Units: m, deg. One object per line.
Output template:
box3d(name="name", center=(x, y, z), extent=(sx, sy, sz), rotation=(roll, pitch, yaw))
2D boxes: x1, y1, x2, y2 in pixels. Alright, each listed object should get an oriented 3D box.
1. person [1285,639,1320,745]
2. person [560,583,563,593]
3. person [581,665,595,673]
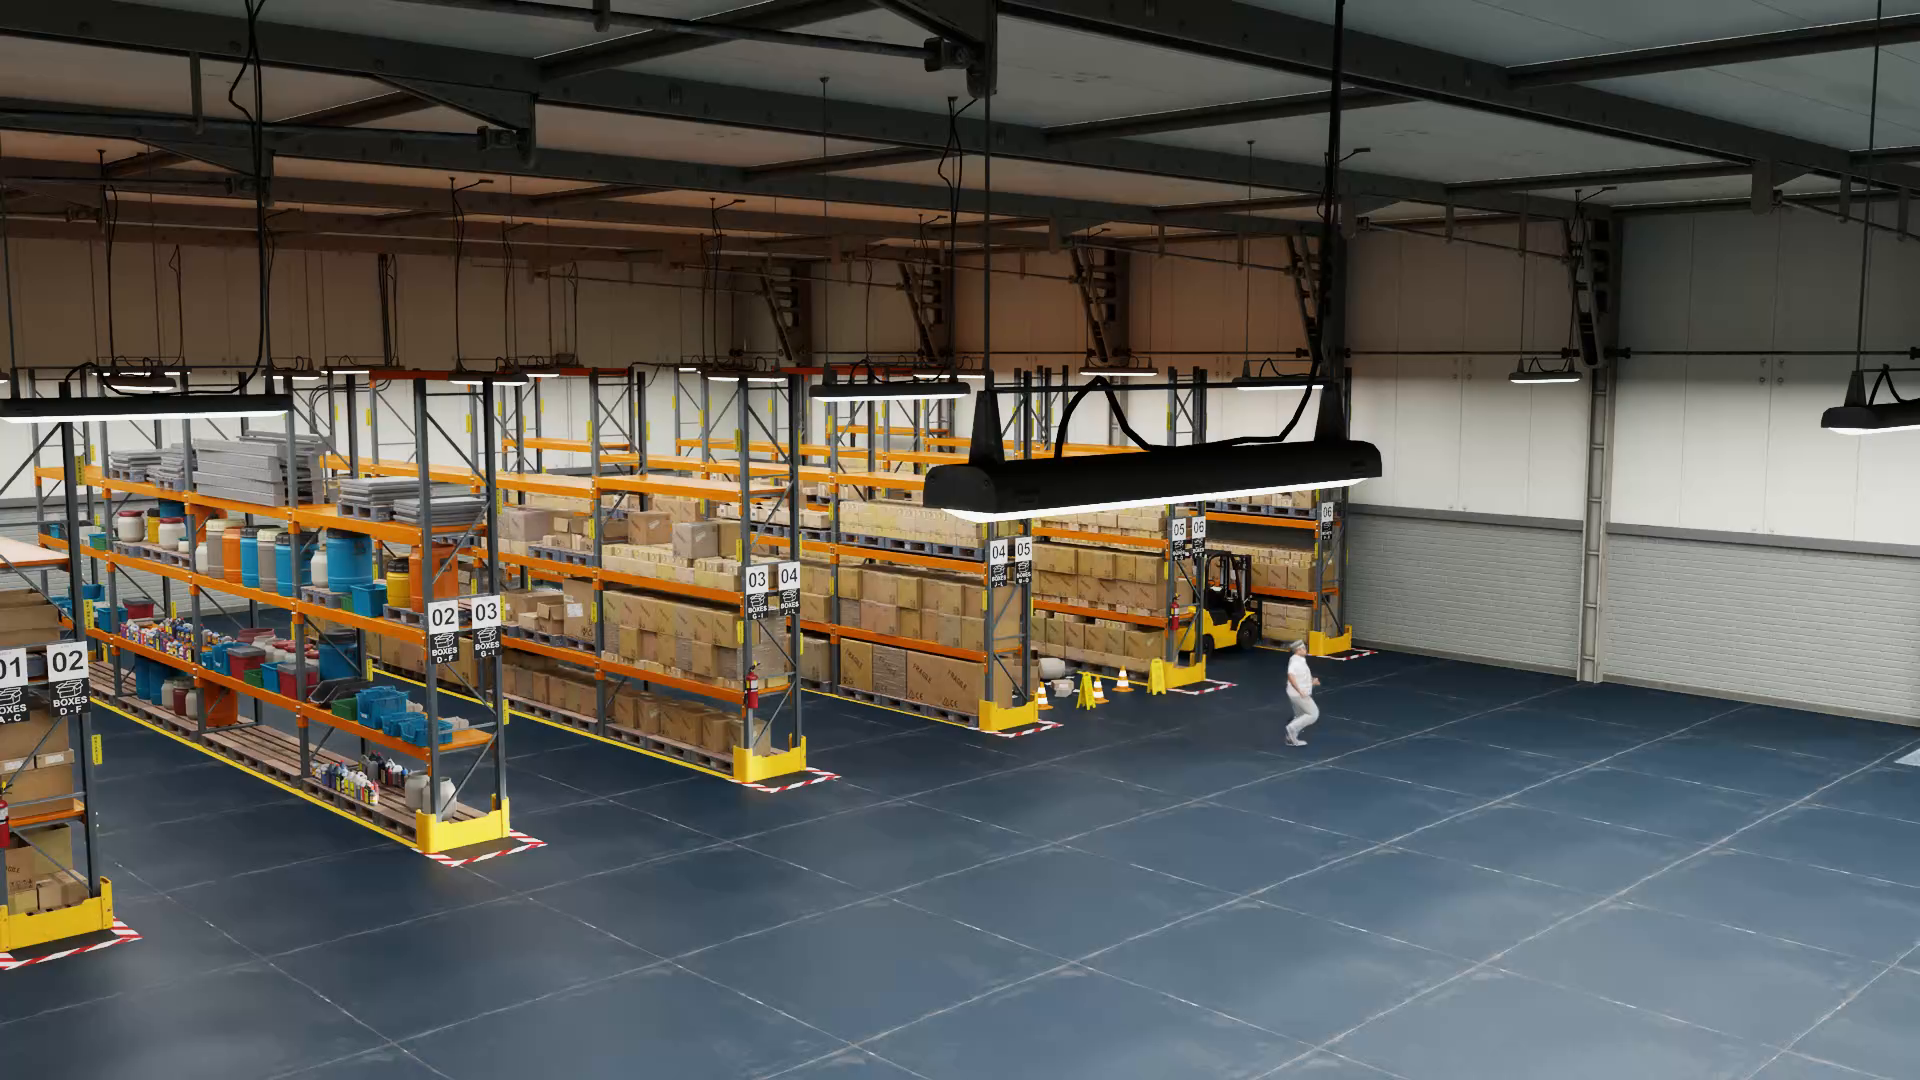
box3d(name="person", center=(5.511, 2.453, 26.735), extent=(0.590, 1.728, 0.664), rotation=(0, 6, 1))
box3d(name="person", center=(-9.684, 0.850, 40.782), extent=(0.861, 1.787, 0.691), rotation=(3, 7, 27))
box3d(name="person", center=(-6.918, 1.915, 31.519), extent=(0.570, 1.741, 0.668), rotation=(6, 9, 42))
